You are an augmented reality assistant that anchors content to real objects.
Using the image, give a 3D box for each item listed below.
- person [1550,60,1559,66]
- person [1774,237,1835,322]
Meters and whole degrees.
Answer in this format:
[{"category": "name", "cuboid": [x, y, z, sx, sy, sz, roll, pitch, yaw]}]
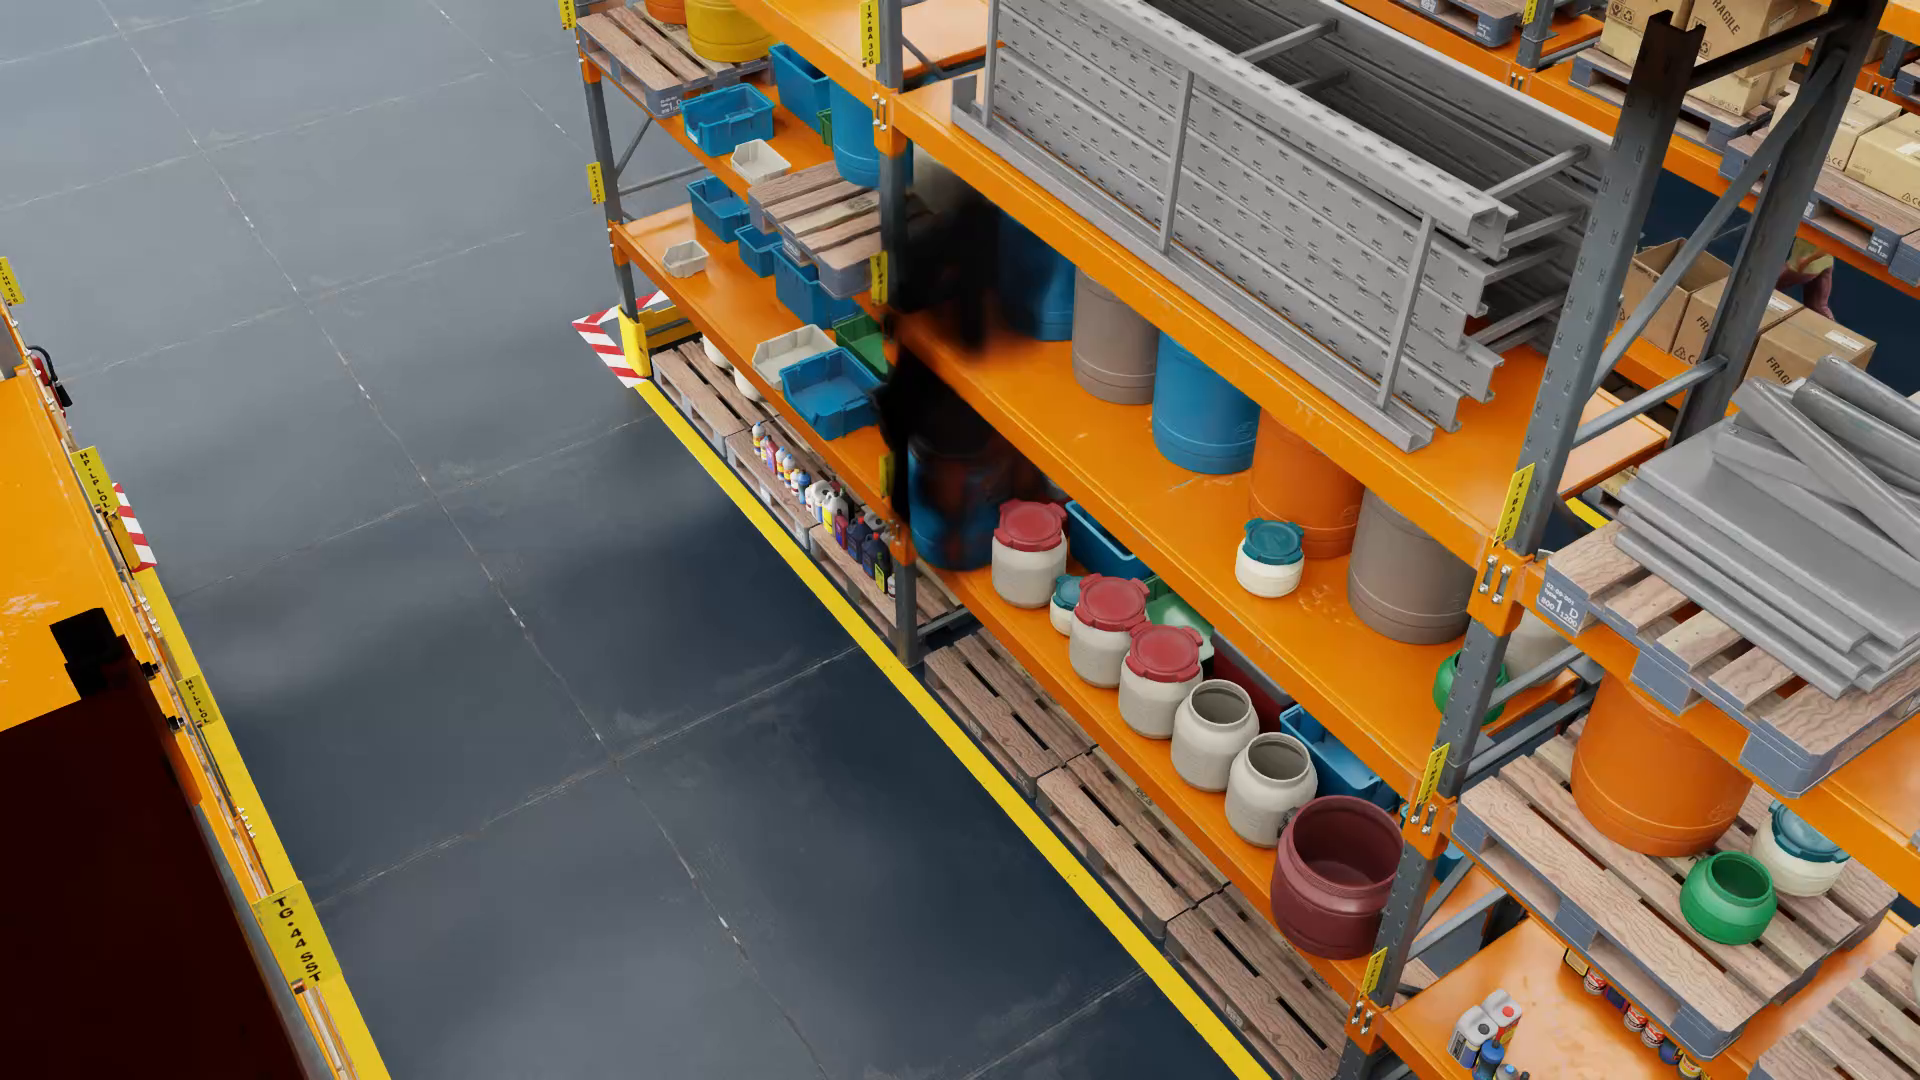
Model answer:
[{"category": "person", "cuboid": [4.897, -3.498, 14.286, 0.668, 1.725, 0.704, 32, 51, 30]}, {"category": "person", "cuboid": [6.549, -2.040, 12.750, 0.581, 1.709, 0.871, -26, 49, -25]}]
